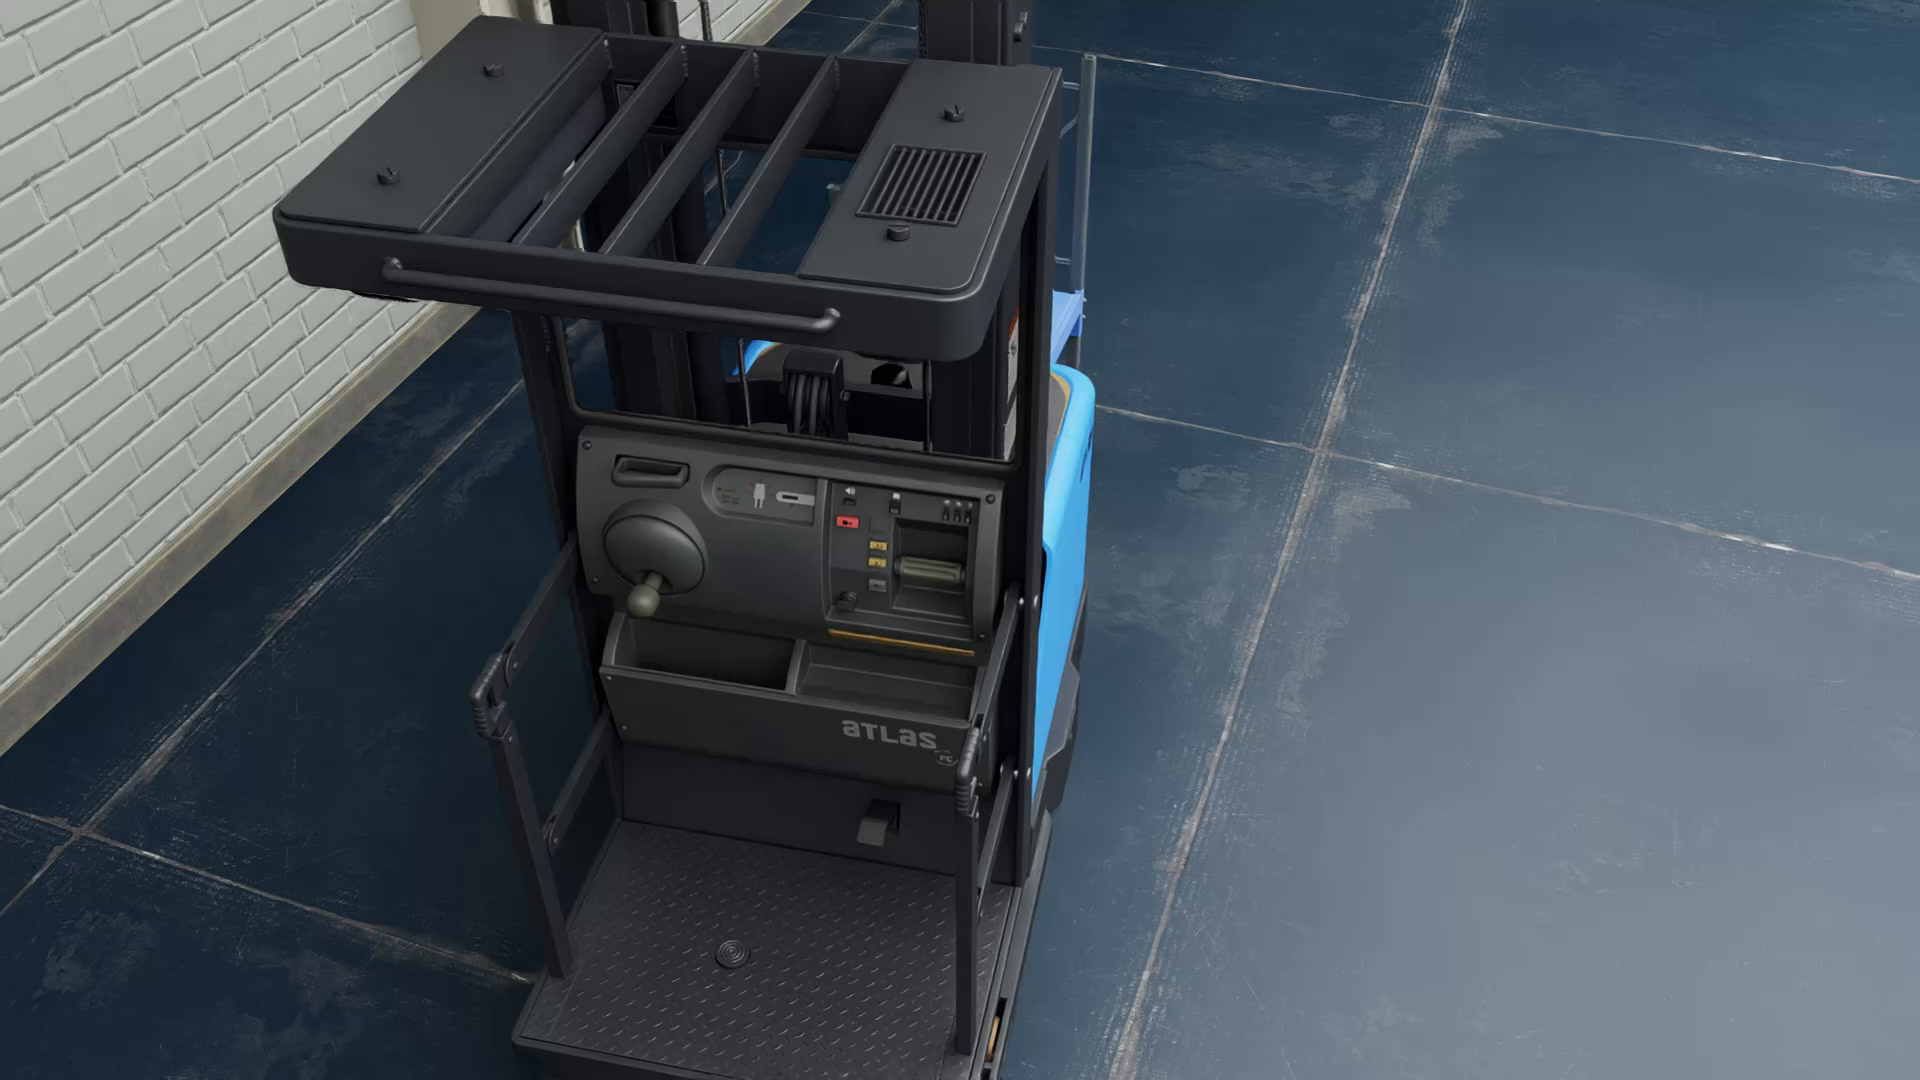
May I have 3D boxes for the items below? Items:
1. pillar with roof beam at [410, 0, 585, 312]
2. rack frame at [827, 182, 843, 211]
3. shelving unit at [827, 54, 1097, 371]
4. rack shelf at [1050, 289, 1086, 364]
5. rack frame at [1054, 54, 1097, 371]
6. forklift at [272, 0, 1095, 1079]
[{"bbox_3d":[2.251,-3.531,2.955,9.100,9.000,0.400,13,42,15],"label":"pillar with roof beam"},{"bbox_3d":[-0.125,-0.362,5.019,0.500,1.500,0.032,12,42,13],"label":"rack frame"},{"bbox_3d":[0.031,-0.676,5.387,0.538,1.500,1.048,12,42,13],"label":"shelving unit"},{"bbox_3d":[0.031,-0.539,5.504,0.538,0.185,1.000,12,42,13],"label":"rack shelf"},{"bbox_3d":[0.187,-0.990,5.755,0.500,1.500,0.032,12,42,13],"label":"rack frame"},{"bbox_3d":[-0.415,0.086,3.390,1.130,2.935,3.031,8,41,9],"label":"forklift"}]
